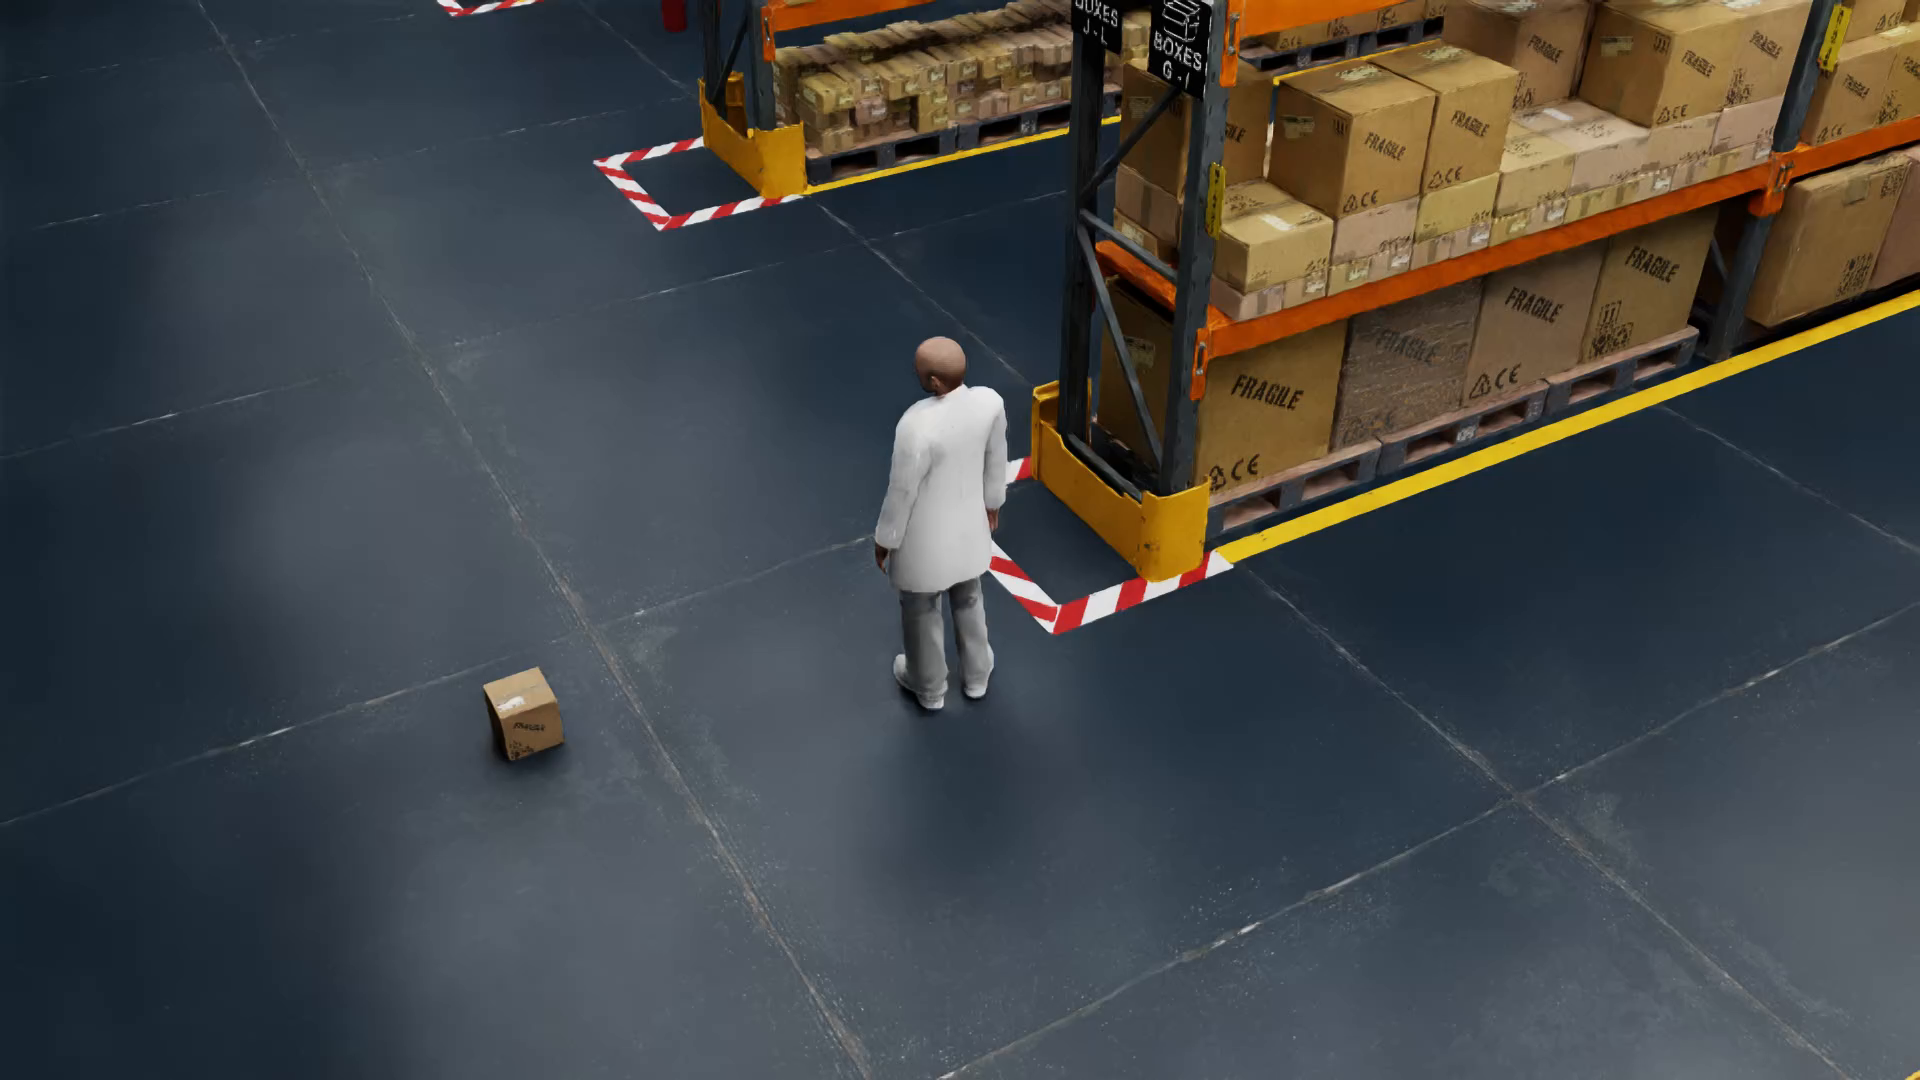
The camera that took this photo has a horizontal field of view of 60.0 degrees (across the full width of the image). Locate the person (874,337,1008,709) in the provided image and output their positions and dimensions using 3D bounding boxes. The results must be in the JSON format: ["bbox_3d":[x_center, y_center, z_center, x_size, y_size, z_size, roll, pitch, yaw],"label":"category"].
[{"bbox_3d":[-0.093,-0.076,6.998,0.660,1.789,0.422,-24,43,-29],"label":"person"}]
